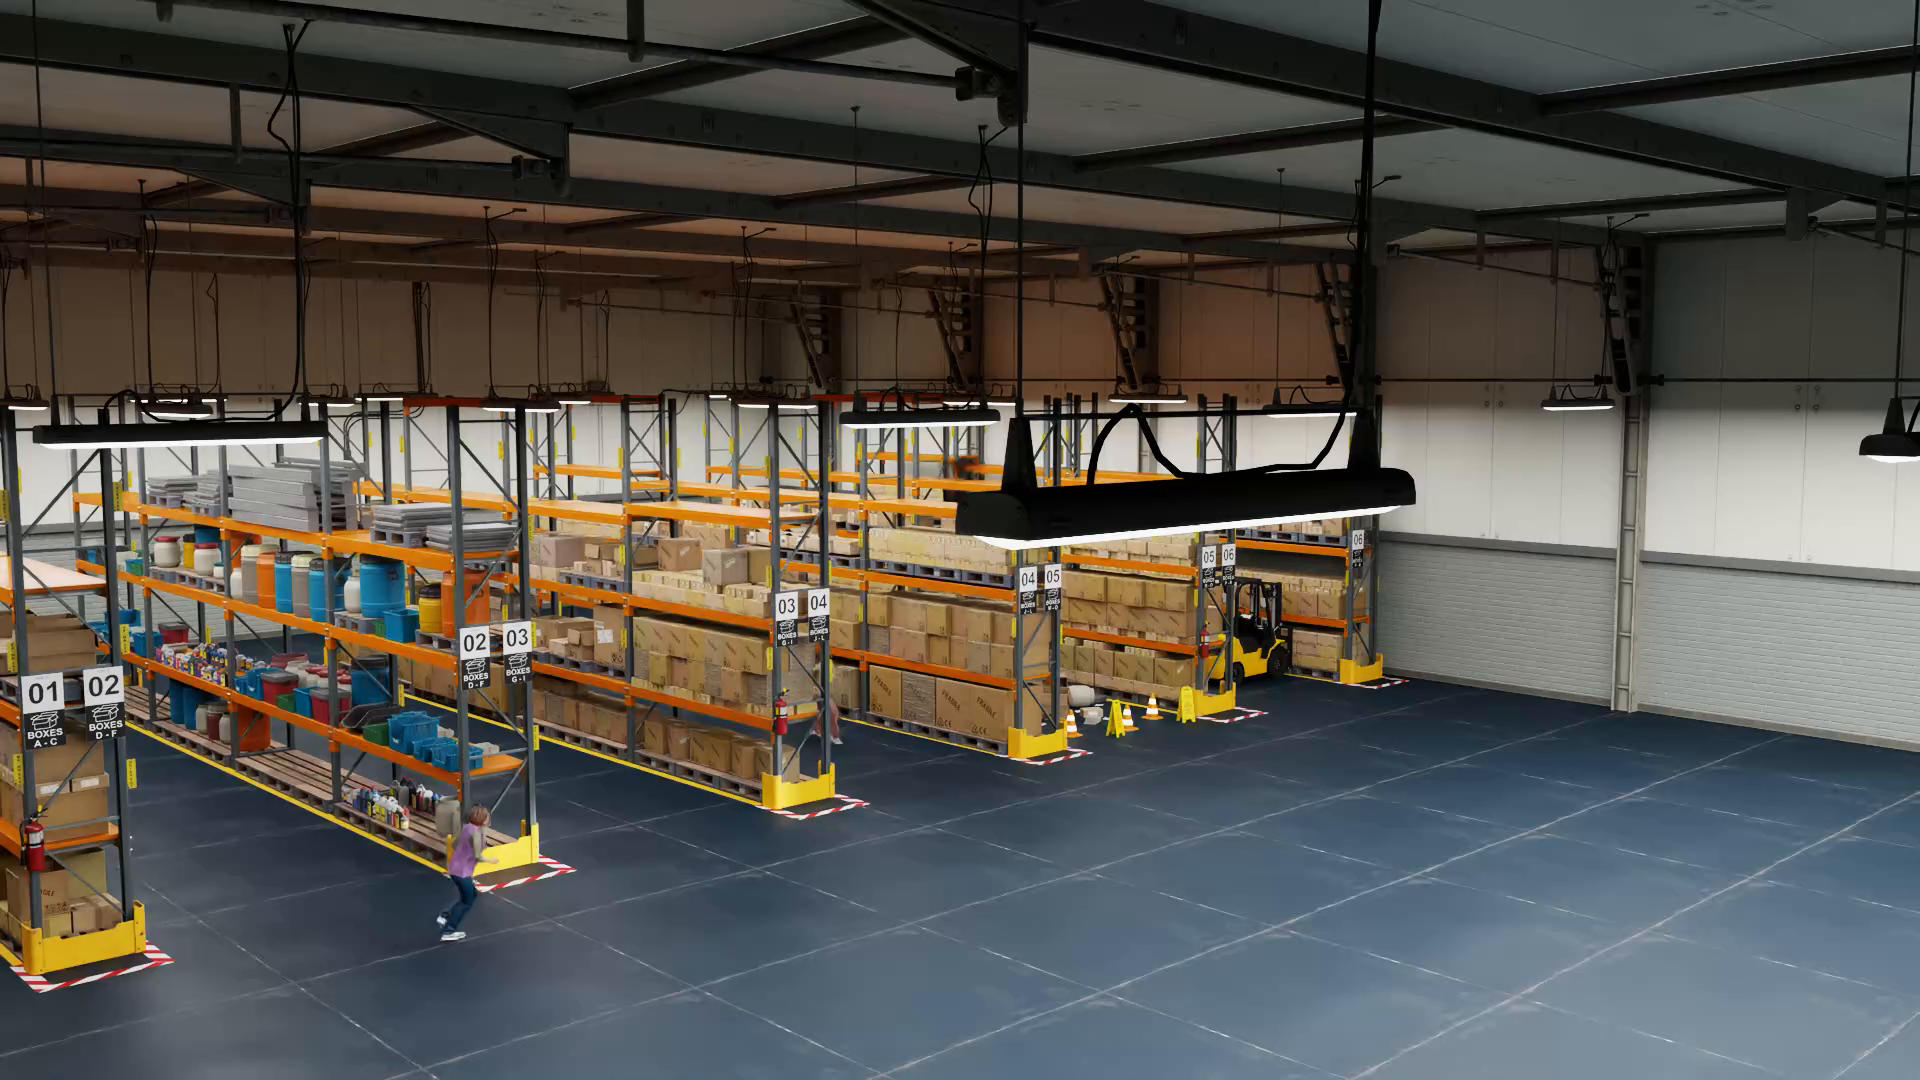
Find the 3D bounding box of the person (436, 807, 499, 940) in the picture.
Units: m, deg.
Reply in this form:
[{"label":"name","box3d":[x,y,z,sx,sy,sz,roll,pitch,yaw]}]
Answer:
[{"label":"person","box3d":[-5.581,3.770,18.857,0.704,1.492,0.525,-3,6,-30]}]

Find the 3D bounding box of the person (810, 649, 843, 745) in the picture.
[{"label":"person","box3d":[-2.382,2.717,28.934,0.714,1.717,0.671,3,6,28]}]
